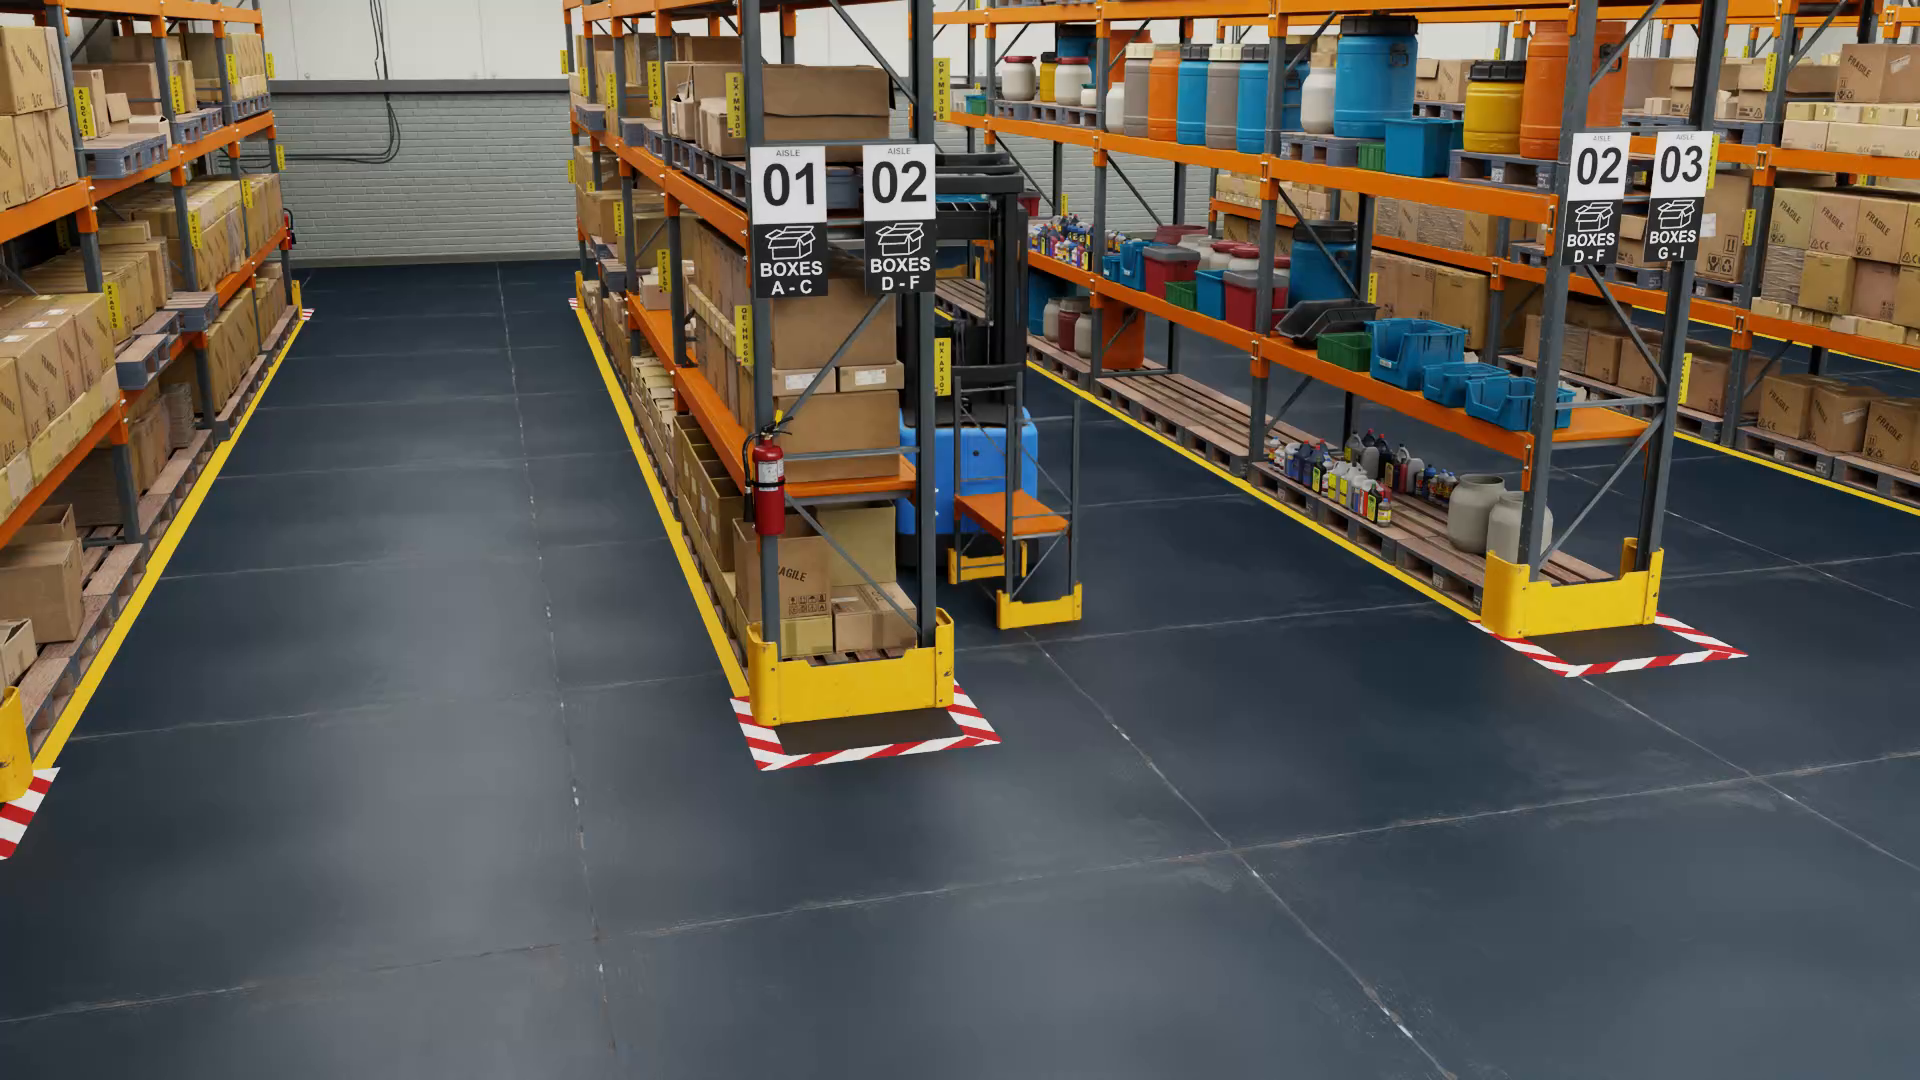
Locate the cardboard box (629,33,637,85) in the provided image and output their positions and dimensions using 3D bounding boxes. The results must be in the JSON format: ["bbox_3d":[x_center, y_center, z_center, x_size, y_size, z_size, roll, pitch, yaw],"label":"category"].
[{"bbox_3d":[-3.089,-4.915,16.974,0.500,0.500,0.500,-5,17,-15],"label":"cardboard box"}]

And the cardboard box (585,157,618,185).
[{"bbox_3d":[-4.466,-4.583,21.085,0.500,0.500,0.500,-5,17,-16],"label":"cardboard box"}]

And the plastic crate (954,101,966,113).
[{"bbox_3d":[0.114,-5.818,22.352,0.293,0.136,0.466,-5,17,-15],"label":"plastic crate"}]

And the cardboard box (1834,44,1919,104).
[{"bbox_3d":[8.159,-4.127,14.704,0.500,0.500,0.500,-5,17,-17],"label":"cardboard box"}]

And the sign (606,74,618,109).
[{"bbox_3d":[-3.358,-4.331,16.044,0.100,0.325,0.005,-5,17,-15],"label":"sign"}]

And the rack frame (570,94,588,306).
[{"bbox_3d":[-5.034,-4.902,24.058,1.000,3.000,0.127,-5,17,-15],"label":"rack frame"}]

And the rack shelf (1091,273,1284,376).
[{"bbox_3d":[2.478,-2.182,16.253,1.077,0.370,4.000,-5,17,-15],"label":"rack shelf"}]

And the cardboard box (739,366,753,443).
[{"bbox_3d":[-1.033,-0.937,10.684,0.700,0.500,0.500,-5,17,-15],"label":"cardboard box"}]

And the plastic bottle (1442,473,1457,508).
[{"bbox_3d":[3.834,-0.392,13.021,0.097,0.271,0.097,0,17,0],"label":"plastic bottle"}]

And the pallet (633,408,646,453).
[{"bbox_3d":[-2.647,-1.123,16.324,1.003,0.211,1.213,-5,17,-15],"label":"pallet"}]

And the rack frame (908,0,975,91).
[{"bbox_3d":[-0.270,-8.166,24.495,1.000,3.000,0.127,-5,17,-15],"label":"rack frame"}]

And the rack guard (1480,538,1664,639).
[{"bbox_3d":[4.061,0.313,11.042,1.175,0.500,0.348,-5,17,-15],"label":"rack guard"}]

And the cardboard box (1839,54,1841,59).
[{"bbox_3d":[11.392,-6.031,21.096,0.396,0.266,0.258,-5,17,-15],"label":"cardboard box"}]

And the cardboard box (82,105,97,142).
[{"bbox_3d":[-6.740,-3.113,12.313,0.500,0.311,0.500,-4,17,-14],"label":"cardboard box"}]

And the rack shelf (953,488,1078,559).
[{"bbox_3d":[0.366,-0.124,11.383,0.538,0.185,1.000,-6,18,-19],"label":"rack shelf"}]

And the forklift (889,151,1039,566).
[{"bbox_3d":[-0.041,-1.586,13.137,1.130,2.935,3.031,-1,17,-4],"label":"forklift"}]

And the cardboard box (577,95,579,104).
[{"bbox_3d":[-4.730,-5.689,21.725,0.500,0.250,0.500,-5,17,-15],"label":"cardboard box"}]

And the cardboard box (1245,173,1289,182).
[{"bbox_3d":[4.650,-5.679,25.084,0.500,0.500,0.500,-5,17,-17],"label":"cardboard box"}]

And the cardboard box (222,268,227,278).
[{"bbox_3d":[-8.024,-2.866,17.682,0.380,0.149,0.250,-5,17,-17],"label":"cardboard box"}]

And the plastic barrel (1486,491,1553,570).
[{"bbox_3d":[3.873,-0.053,11.508,0.421,0.512,0.421,0,17,0],"label":"plastic barrel"}]

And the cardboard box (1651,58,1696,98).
[{"bbox_3d":[7.335,-4.804,17.474,0.500,0.500,0.500,-4,17,-14],"label":"cardboard box"}]

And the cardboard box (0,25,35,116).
[{"bbox_3d":[-5.785,-2.752,9.738,0.500,0.500,0.500,-5,18,-17],"label":"cardboard box"}]

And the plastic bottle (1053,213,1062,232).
[{"bbox_3d":[1.258,-3.923,20.884,0.144,0.351,0.185,-5,17,-15],"label":"plastic bottle"}]

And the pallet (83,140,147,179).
[{"bbox_3d":[-6.565,-2.716,11.892,1.213,0.211,1.003,-5,17,-15],"label":"pallet"}]

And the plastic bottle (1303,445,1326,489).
[{"bbox_3d":[2.902,-0.607,13.599,0.144,0.351,0.185,-5,18,-18],"label":"plastic bottle"}]

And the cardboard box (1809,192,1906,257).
[{"bbox_3d":[7.808,-2.752,14.469,0.500,0.500,0.500,-5,17,-15],"label":"cardboard box"}]

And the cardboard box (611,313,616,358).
[{"bbox_3d":[-3.748,-2.371,19.211,0.500,0.500,0.500,-4,17,-15],"label":"cardboard box"}]

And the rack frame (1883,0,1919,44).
[{"bbox_3d":[11.487,-6.709,19.644,1.000,3.000,0.127,-5,17,-15],"label":"rack frame"}]

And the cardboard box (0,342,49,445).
[{"bbox_3d":[-5.503,-0.817,9.382,0.500,0.500,0.500,-5,18,-17],"label":"cardboard box"}]

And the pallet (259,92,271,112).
[{"bbox_3d":[-9.582,-5.699,21.651,1.003,0.211,1.213,-5,17,-15],"label":"pallet"}]

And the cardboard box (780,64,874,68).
[{"bbox_3d":[-0.830,-2.710,10.399,0.500,0.500,0.500,-5,17,-15],"label":"cardboard box"}]

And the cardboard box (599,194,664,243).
[{"bbox_3d":[-3.769,-3.711,19.188,0.700,0.500,0.500,-2,17,-6],"label":"cardboard box"}]

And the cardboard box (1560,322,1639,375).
[{"bbox_3d":[7.059,-2.149,18.472,0.700,0.500,0.500,-6,18,-20],"label":"cardboard box"}]

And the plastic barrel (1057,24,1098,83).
[{"bbox_3d":[1.445,-5.604,19.579,0.600,0.901,0.708,-5,17,-15],"label":"plastic barrel"}]

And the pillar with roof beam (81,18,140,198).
[{"bbox_3d":[-5.581,-6.742,19.754,9.100,9.000,0.400,-5,17,-15],"label":"pillar with roof beam"}]

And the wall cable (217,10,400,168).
[{"bbox_3d":[-11.006,-7.488,27.637,3.097,2.526,0.112,-5,17,-15],"label":"wall cable"}]

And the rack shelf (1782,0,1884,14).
[{"bbox_3d":[8.340,-4.339,13.011,1.077,0.370,4.000,-5,17,-15],"label":"rack shelf"}]

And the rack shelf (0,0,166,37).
[{"bbox_3d":[-7.048,-4.081,12.840,1.077,0.370,4.000,-5,17,-15],"label":"rack shelf"}]

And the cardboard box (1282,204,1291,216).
[{"bbox_3d":[4.909,-4.801,24.157,0.380,0.149,0.250,-4,17,-14],"label":"cardboard box"}]

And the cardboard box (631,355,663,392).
[{"bbox_3d":[-2.974,-1.674,16.386,0.500,0.311,0.500,-4,17,-13],"label":"cardboard box"}]

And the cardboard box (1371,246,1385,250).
[{"bbox_3d":[5.787,-3.586,22.640,1.225,0.875,0.875,-5,17,-15],"label":"cardboard box"}]

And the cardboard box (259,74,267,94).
[{"bbox_3d":[-9.339,-5.942,21.661,0.500,0.250,0.500,-4,17,-14],"label":"cardboard box"}]

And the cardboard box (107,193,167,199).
[{"bbox_3d":[-8.388,-3.387,16.985,0.500,0.250,0.500,-5,17,-17],"label":"cardboard box"}]

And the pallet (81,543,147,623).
[{"bbox_3d":[-6.279,0.328,11.492,1.003,0.211,1.213,-5,17,-15],"label":"pallet"}]

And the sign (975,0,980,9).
[{"bbox_3d":[0.254,-8.059,24.701,0.100,0.325,0.005,-5,17,-15],"label":"sign"}]

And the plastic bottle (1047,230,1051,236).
[{"bbox_3d":[1.064,-3.511,19.630,0.061,0.283,0.133,-5,17,-15],"label":"plastic bottle"}]

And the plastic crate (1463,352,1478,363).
[{"bbox_3d":[3.717,-1.418,12.917,0.530,0.136,0.437,-5,17,-15],"label":"plastic crate"}]

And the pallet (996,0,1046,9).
[{"bbox_3d":[1.086,-6.551,20.143,1.003,0.211,1.213,-5,17,-15],"label":"pallet"}]

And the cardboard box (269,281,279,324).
[{"bbox_3d":[-9.231,-3.050,21.508,0.700,0.500,0.500,-5,18,-17],"label":"cardboard box"}]

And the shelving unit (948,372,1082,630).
[{"bbox_3d":[0.363,-0.299,11.340,0.587,1.500,1.083,-6,18,-19],"label":"shelving unit"}]

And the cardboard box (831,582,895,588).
[{"bbox_3d":[-0.711,0.335,10.671,0.500,0.250,0.500,-5,17,-15],"label":"cardboard box"}]

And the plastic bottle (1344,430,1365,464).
[{"bbox_3d":[3.343,-0.749,14.071,0.144,0.351,0.185,-5,17,-15],"label":"plastic bottle"}]

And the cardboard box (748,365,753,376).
[{"bbox_3d":[-1.069,-1.069,9.994,0.380,0.149,0.250,-5,17,-16],"label":"cardboard box"}]

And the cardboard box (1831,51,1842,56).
[{"bbox_3d":[14.430,-7.632,26.853,0.500,0.500,0.500,-4,17,-14],"label":"cardboard box"}]

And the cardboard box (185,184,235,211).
[{"bbox_3d":[-8.191,-3.711,18.063,0.500,0.250,0.500,-4,17,-14],"label":"cardboard box"}]

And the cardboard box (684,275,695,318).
[{"bbox_3d":[-2.076,-1.990,14.190,0.500,0.500,0.500,-3,17,-11],"label":"cardboard box"}]
